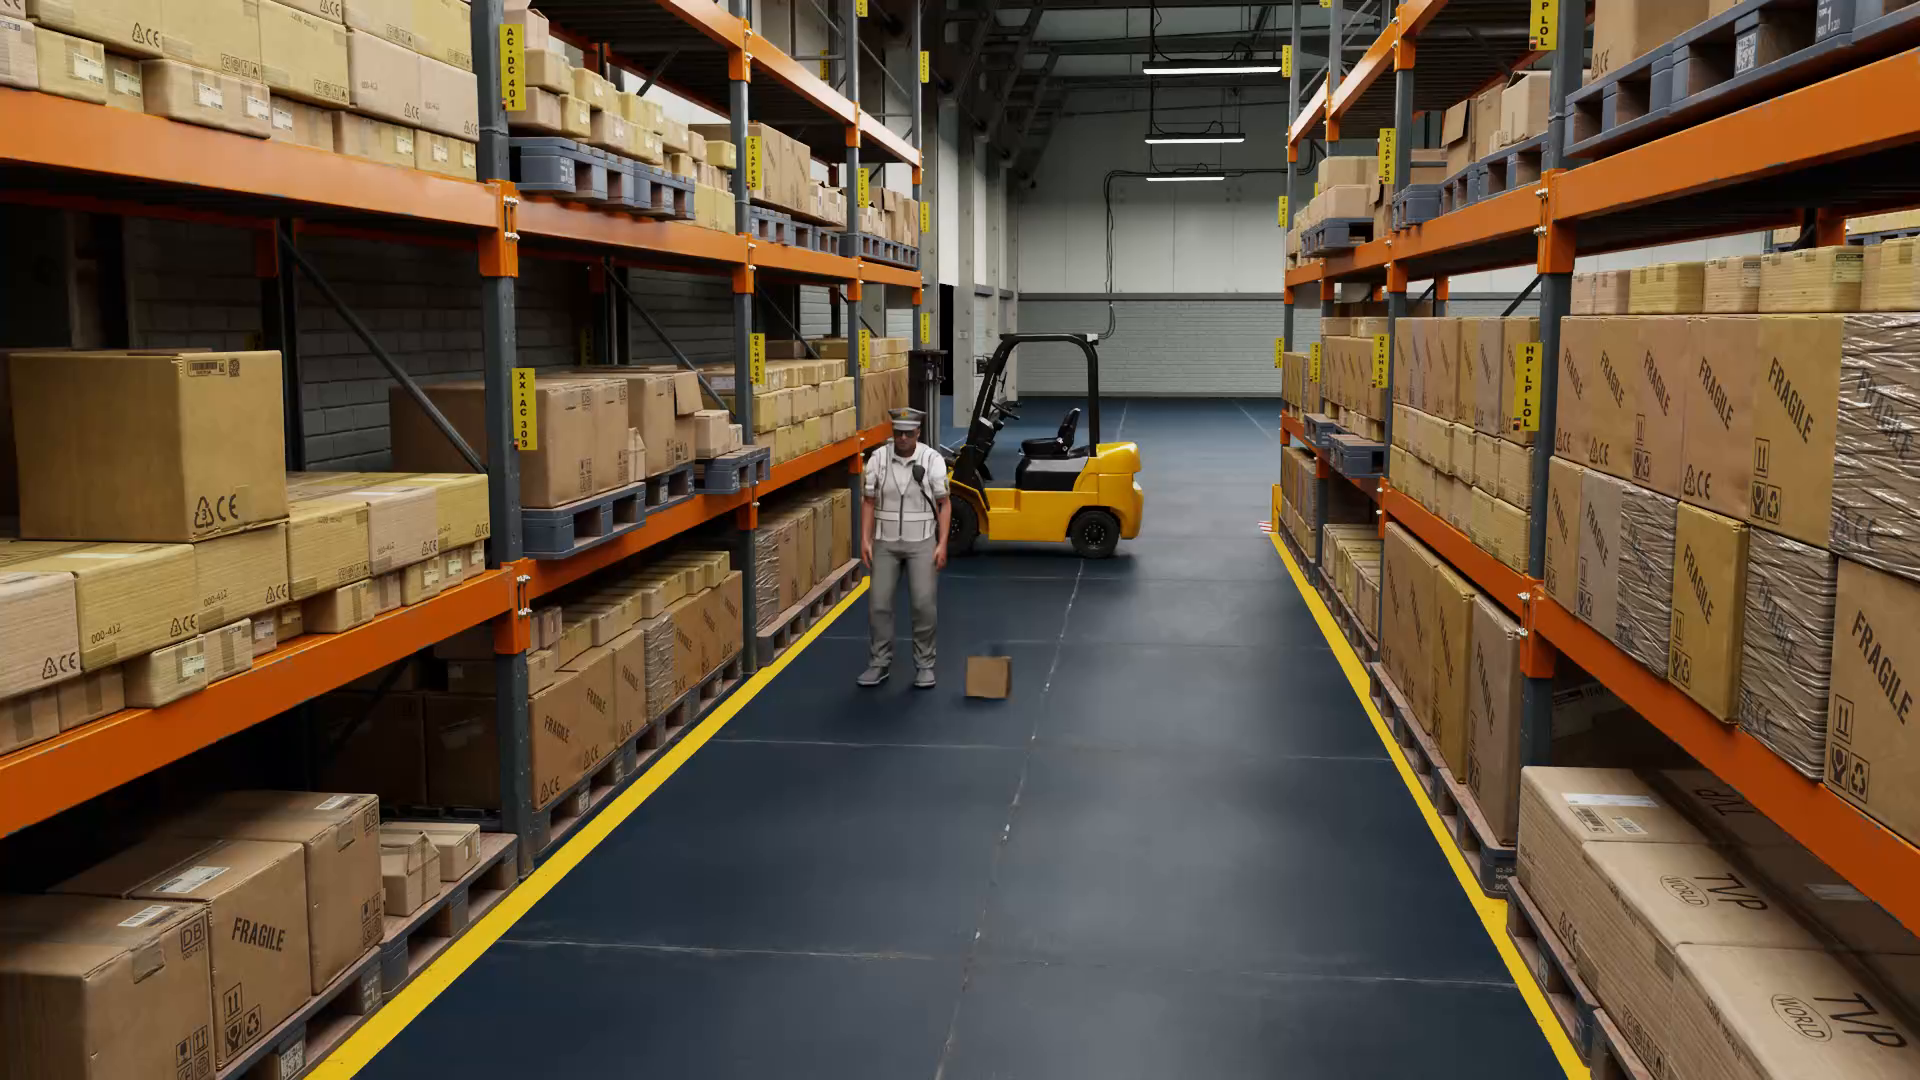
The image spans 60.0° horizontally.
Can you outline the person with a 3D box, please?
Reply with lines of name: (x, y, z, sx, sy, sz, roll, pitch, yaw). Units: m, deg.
person: (-0.392, 0.041, 10.448, 0.495, 1.748, 0.324, 1, 8, 8)
